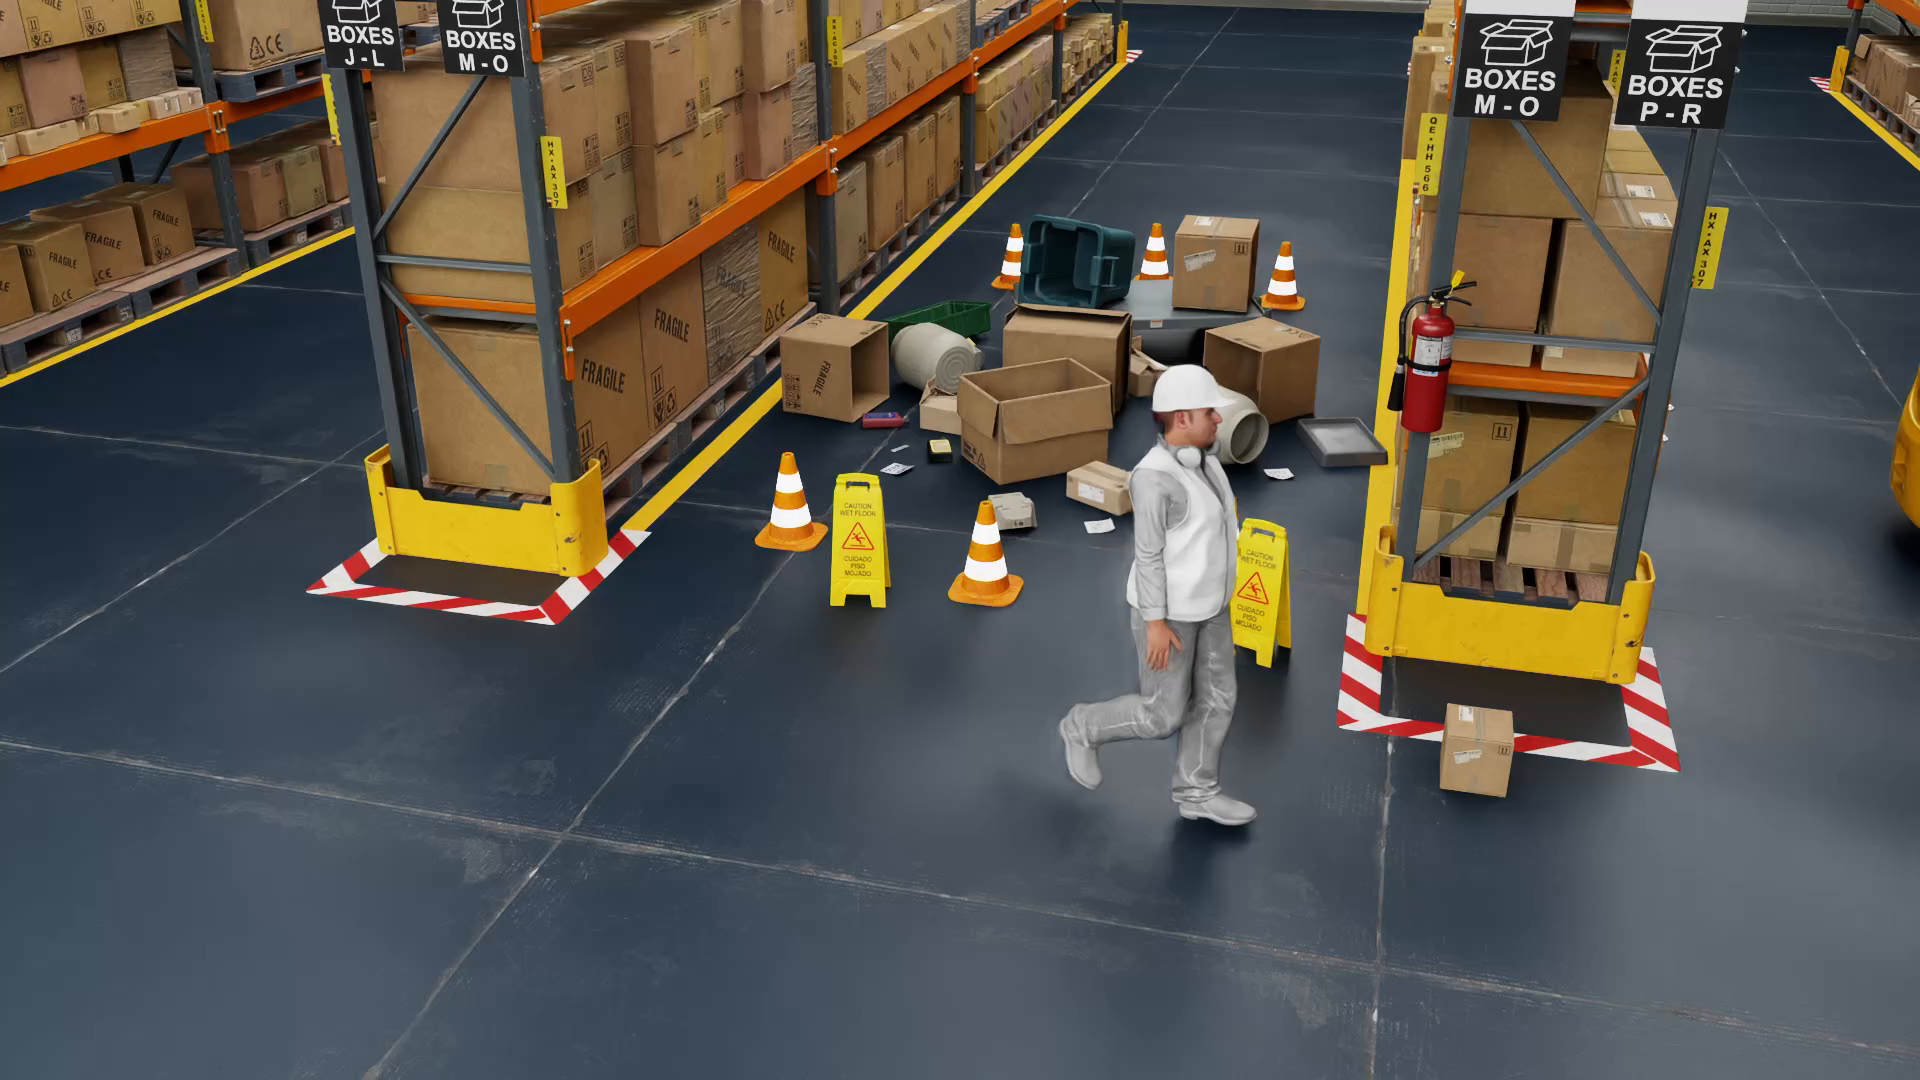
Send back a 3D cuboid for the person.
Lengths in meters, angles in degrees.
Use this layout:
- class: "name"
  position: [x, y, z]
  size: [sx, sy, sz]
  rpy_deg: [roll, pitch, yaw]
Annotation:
- class: "person"
  position: [0.778, 0.212, 6.119]
  size: [0.796, 1.734, 0.584]
  rpy_deg: [15, 29, 29]
